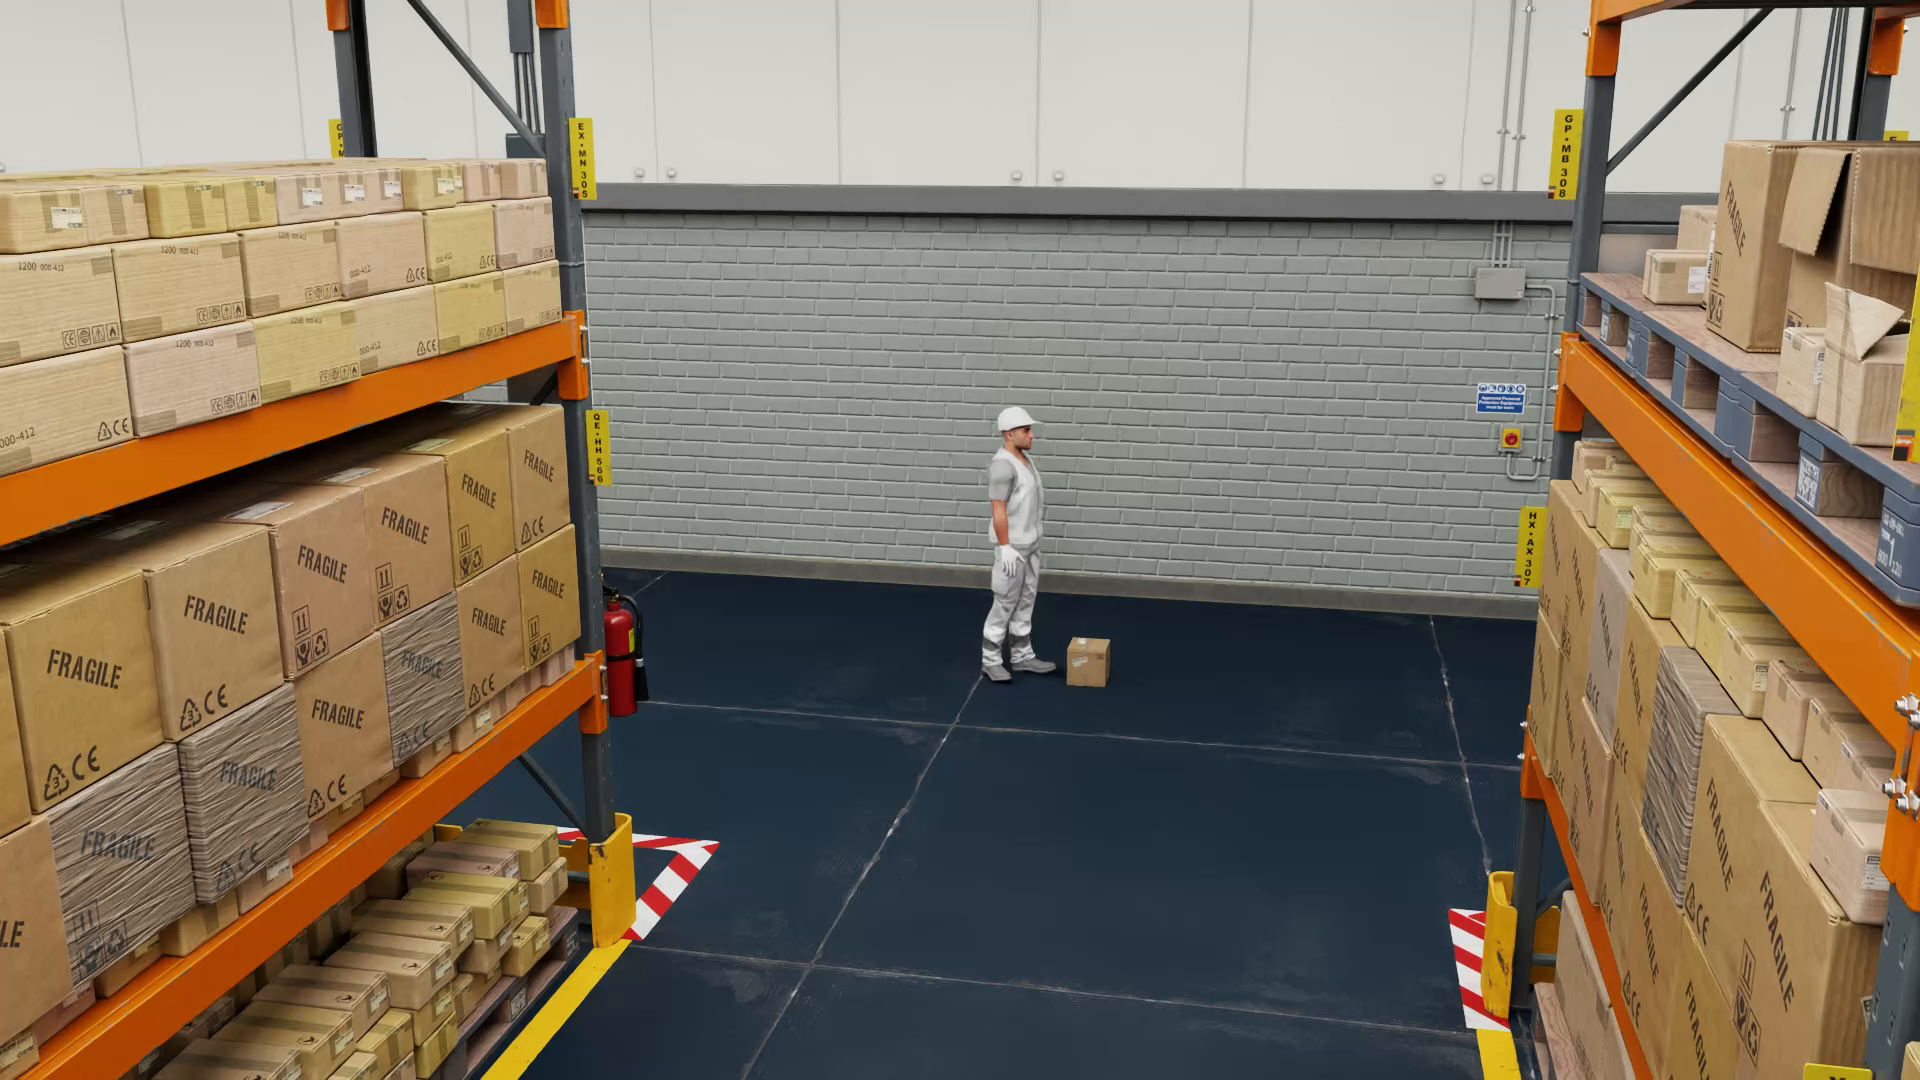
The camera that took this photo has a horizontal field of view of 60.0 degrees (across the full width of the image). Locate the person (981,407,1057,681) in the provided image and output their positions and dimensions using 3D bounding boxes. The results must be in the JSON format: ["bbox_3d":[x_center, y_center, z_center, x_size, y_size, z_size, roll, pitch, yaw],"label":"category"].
[{"bbox_3d":[0.376,0.028,10.812,0.451,1.796,0.609,6,16,23],"label":"person"}]
